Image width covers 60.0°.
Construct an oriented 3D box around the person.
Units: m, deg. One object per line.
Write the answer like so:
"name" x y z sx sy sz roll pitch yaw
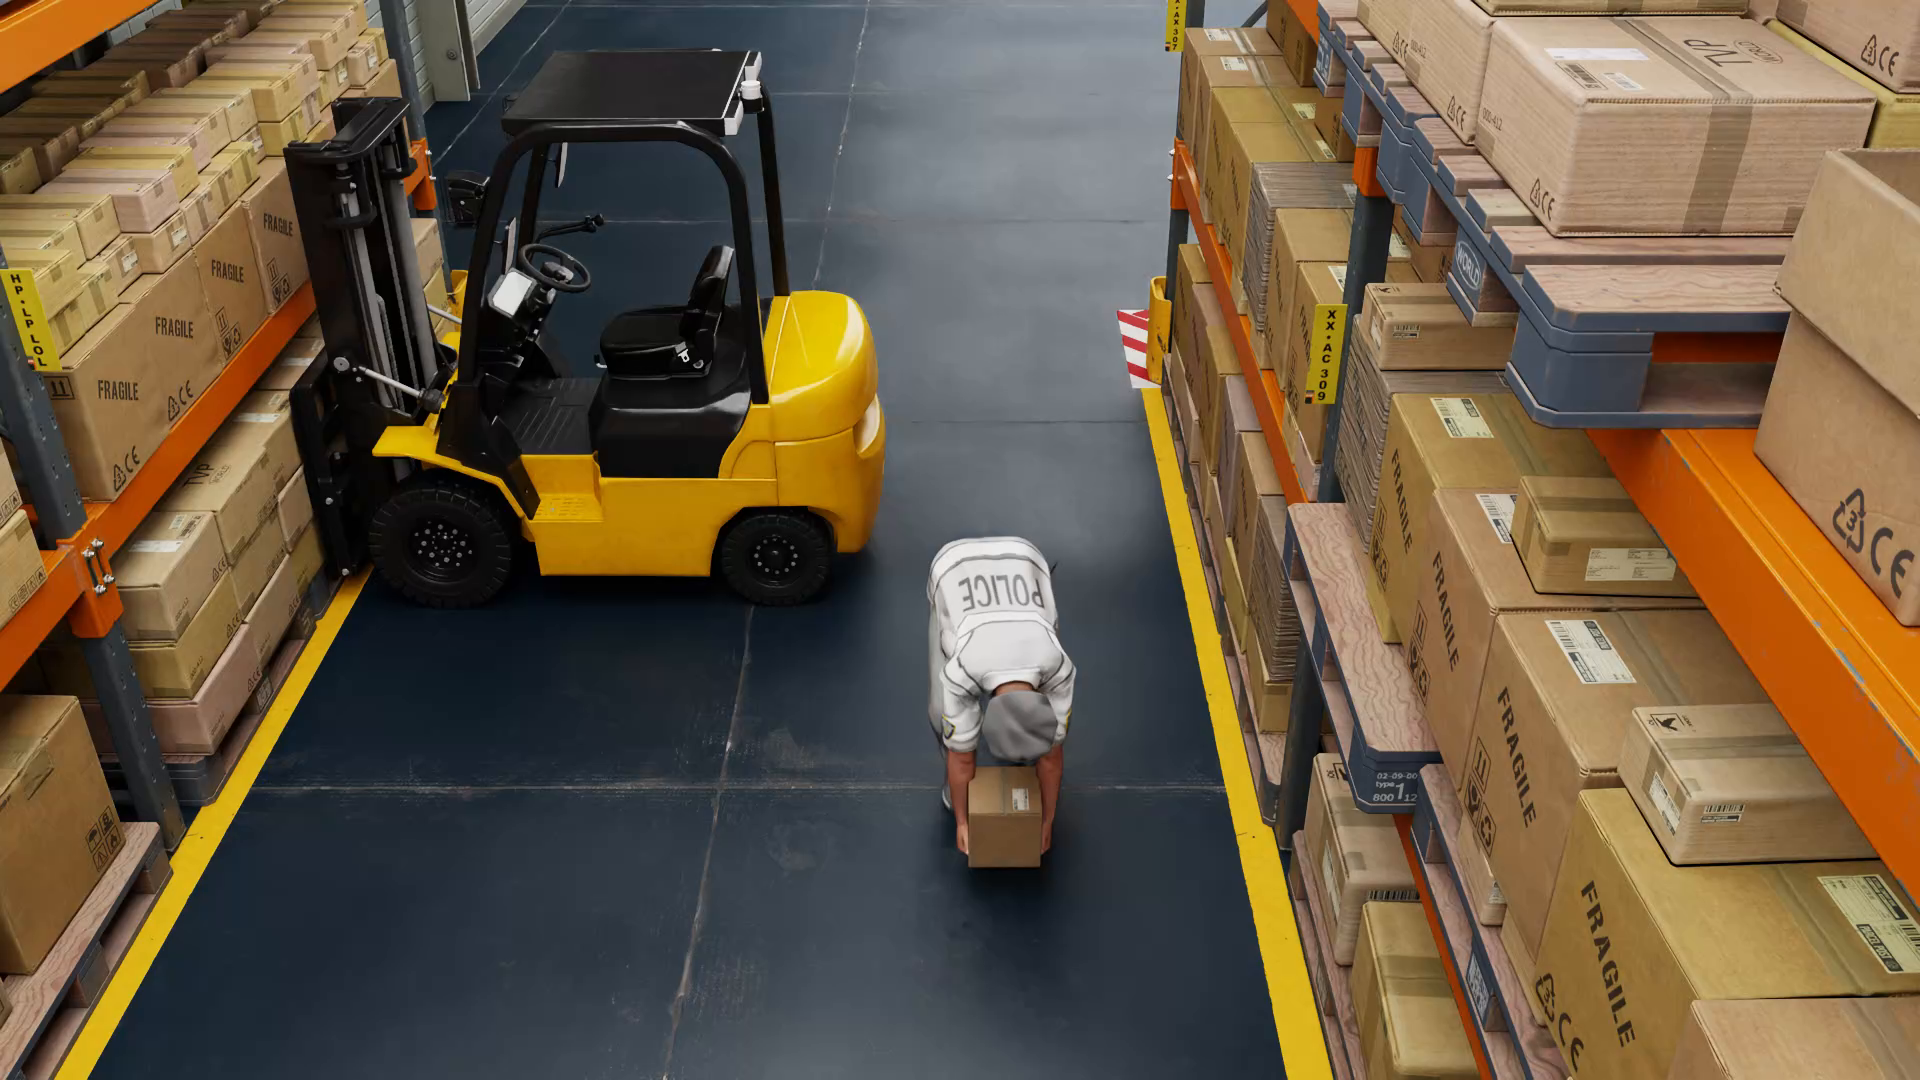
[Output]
"person" 0.148 0.581 5.878 0.522 1.020 1.030 -4 32 -6
